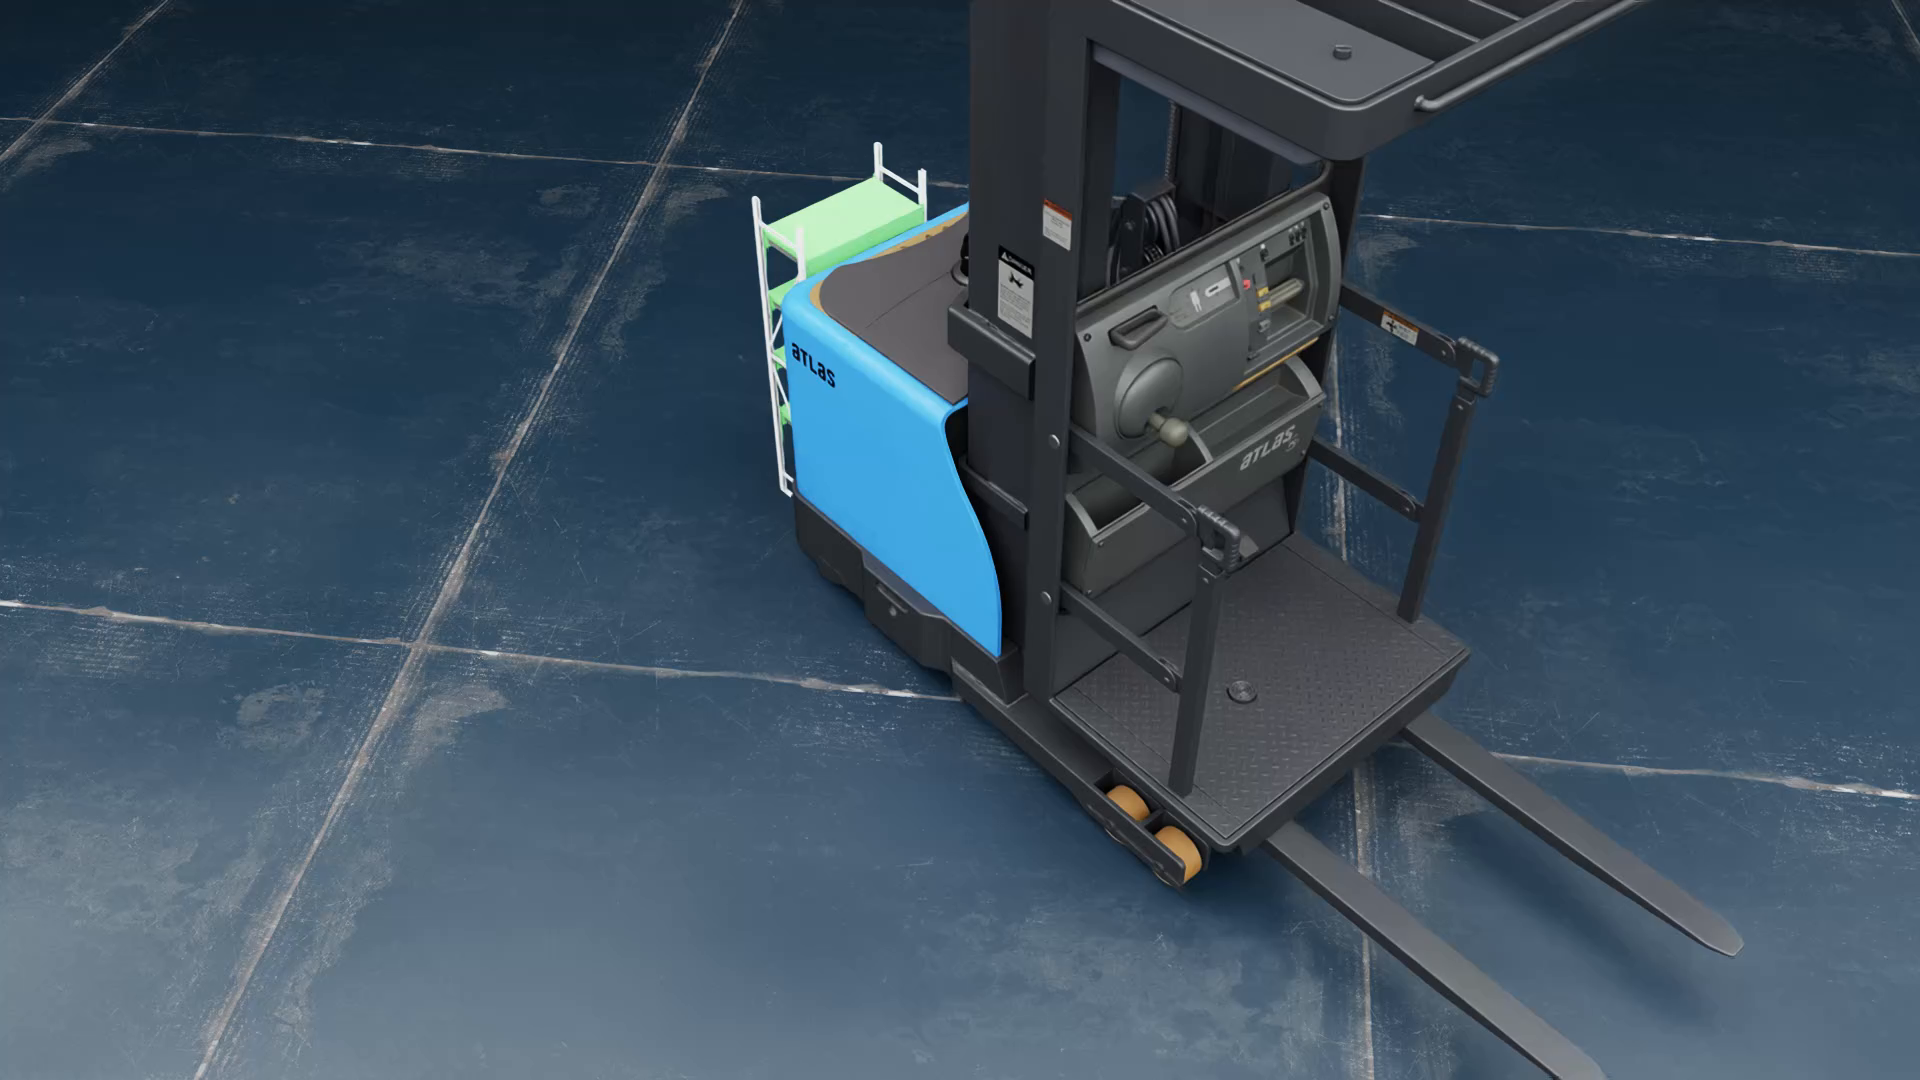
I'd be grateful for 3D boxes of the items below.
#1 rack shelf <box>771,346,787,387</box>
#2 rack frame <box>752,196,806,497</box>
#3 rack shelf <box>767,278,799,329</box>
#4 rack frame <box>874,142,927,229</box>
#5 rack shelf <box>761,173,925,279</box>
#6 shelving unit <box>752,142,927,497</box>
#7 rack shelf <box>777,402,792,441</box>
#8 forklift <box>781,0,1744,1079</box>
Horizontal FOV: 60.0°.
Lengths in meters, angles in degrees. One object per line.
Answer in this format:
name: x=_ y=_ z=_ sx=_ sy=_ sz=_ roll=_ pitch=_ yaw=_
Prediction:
rack shelf: x=-0.374 y=-0.625 z=5.630 sx=0.480 sy=0.148 sz=0.258 roll=-31 pitch=52 yaw=-29
rack frame: x=-0.556 y=-0.559 z=5.468 sx=0.015 sy=1.200 sz=0.240 roll=-31 pitch=52 yaw=-29
rack shelf: x=-0.374 y=-0.799 z=5.465 sx=0.480 sy=0.148 sz=0.258 roll=-31 pitch=52 yaw=-29
rack frame: x=-0.192 y=-0.782 z=5.704 sx=0.015 sy=1.200 sz=0.240 roll=-31 pitch=52 yaw=-29
rack shelf: x=-0.374 y=-0.973 z=5.300 sx=0.480 sy=0.148 sz=0.258 roll=-31 pitch=52 yaw=-29
shelving unit: x=-0.374 y=-0.671 z=5.586 sx=0.503 sy=1.200 sz=0.258 roll=-31 pitch=52 yaw=-29
rack shelf: x=-0.374 y=-0.450 z=5.795 sx=0.480 sy=0.148 sz=0.258 roll=-31 pitch=52 yaw=-29
forklift: x=0.793 y=-0.486 z=4.131 sx=1.130 sy=2.935 sz=3.031 roll=-31 pitch=52 yaw=-29
